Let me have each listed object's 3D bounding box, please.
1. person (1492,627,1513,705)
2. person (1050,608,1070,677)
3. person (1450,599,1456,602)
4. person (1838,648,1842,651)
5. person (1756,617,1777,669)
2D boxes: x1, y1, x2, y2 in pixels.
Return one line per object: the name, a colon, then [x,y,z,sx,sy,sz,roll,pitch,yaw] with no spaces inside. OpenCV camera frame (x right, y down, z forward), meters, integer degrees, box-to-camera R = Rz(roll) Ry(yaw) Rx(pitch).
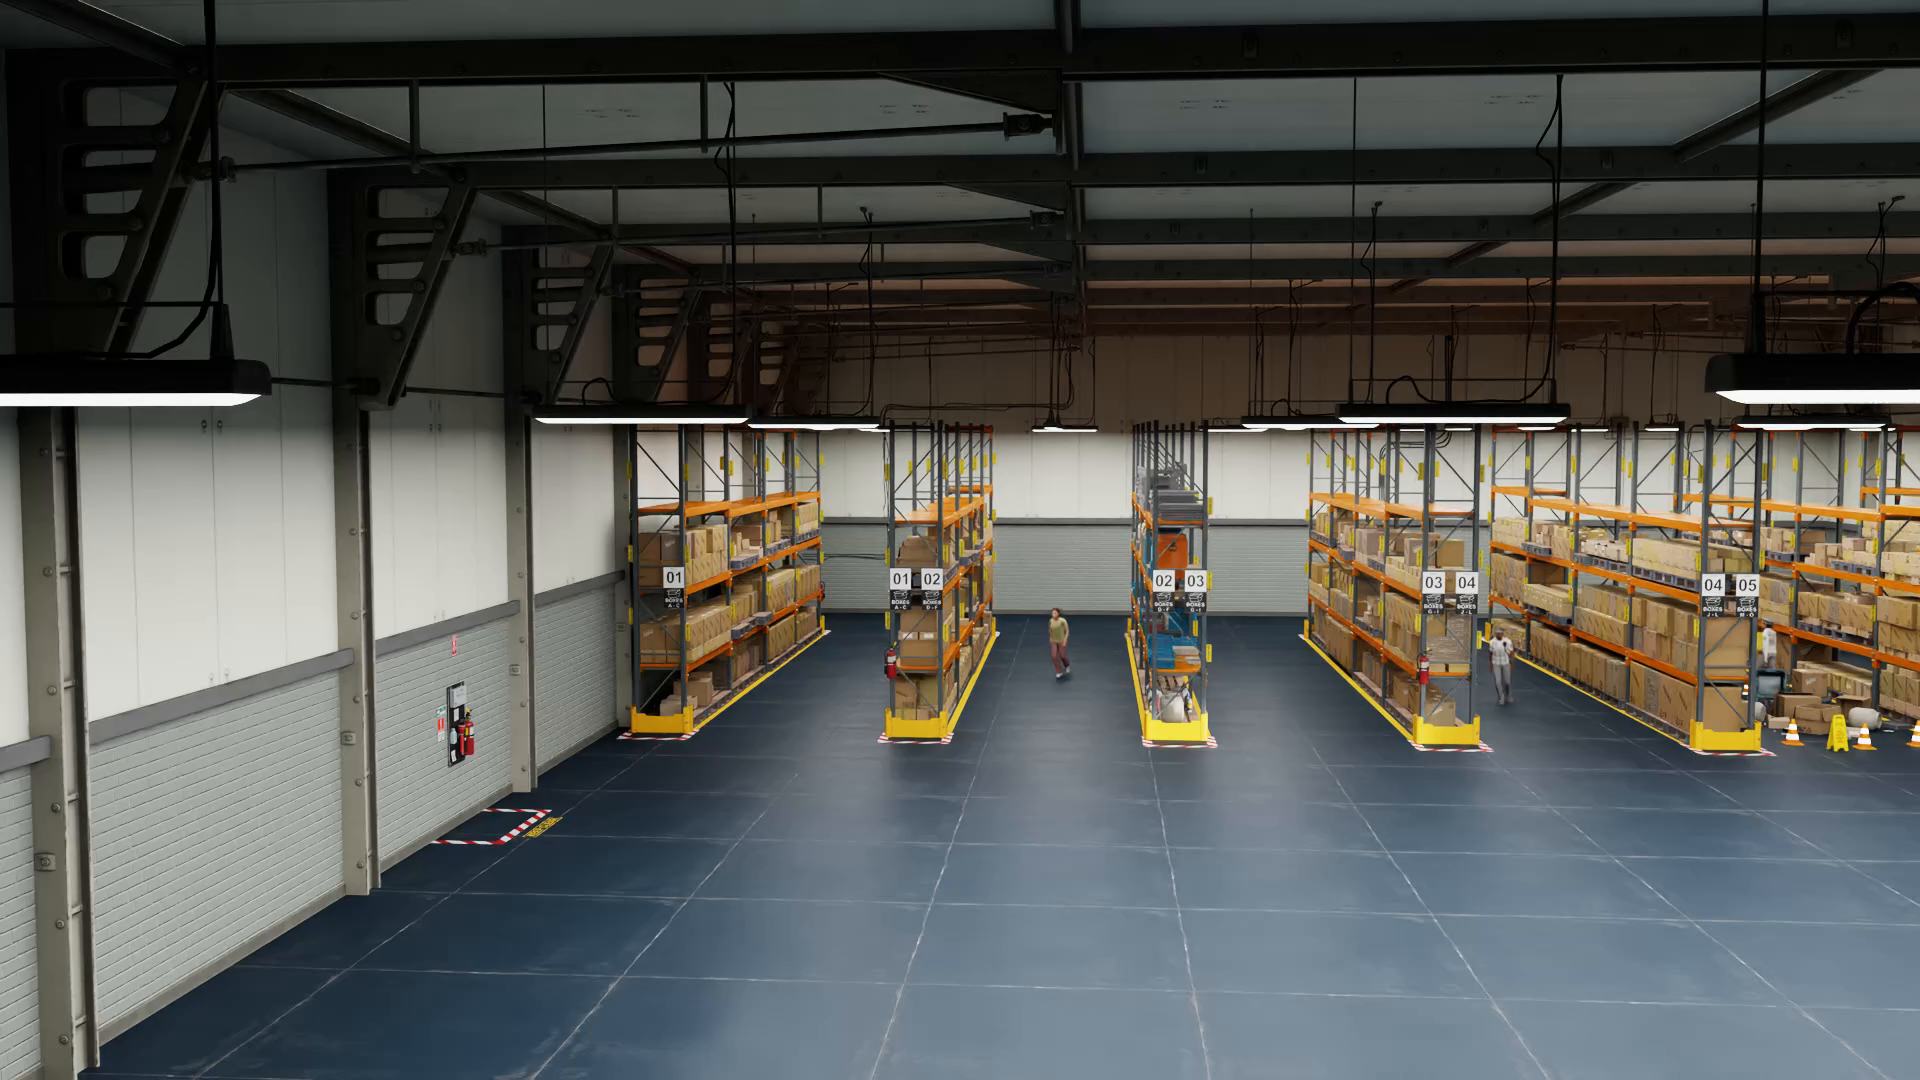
person: [11.575,2.659,35.454,0.419,1.658,0.506,2,4,25]
person: [2.375,2.410,39.496,0.497,1.643,0.647,2,4,24]
person: [13.628,1.960,45.490,0.514,1.708,1.024,0,4,7]
person: [23.013,2.095,43.982,0.445,1.620,0.972,-2,4,-27]
person: [17.880,2.576,36.723,0.478,1.710,0.526,-1,4,-12]
